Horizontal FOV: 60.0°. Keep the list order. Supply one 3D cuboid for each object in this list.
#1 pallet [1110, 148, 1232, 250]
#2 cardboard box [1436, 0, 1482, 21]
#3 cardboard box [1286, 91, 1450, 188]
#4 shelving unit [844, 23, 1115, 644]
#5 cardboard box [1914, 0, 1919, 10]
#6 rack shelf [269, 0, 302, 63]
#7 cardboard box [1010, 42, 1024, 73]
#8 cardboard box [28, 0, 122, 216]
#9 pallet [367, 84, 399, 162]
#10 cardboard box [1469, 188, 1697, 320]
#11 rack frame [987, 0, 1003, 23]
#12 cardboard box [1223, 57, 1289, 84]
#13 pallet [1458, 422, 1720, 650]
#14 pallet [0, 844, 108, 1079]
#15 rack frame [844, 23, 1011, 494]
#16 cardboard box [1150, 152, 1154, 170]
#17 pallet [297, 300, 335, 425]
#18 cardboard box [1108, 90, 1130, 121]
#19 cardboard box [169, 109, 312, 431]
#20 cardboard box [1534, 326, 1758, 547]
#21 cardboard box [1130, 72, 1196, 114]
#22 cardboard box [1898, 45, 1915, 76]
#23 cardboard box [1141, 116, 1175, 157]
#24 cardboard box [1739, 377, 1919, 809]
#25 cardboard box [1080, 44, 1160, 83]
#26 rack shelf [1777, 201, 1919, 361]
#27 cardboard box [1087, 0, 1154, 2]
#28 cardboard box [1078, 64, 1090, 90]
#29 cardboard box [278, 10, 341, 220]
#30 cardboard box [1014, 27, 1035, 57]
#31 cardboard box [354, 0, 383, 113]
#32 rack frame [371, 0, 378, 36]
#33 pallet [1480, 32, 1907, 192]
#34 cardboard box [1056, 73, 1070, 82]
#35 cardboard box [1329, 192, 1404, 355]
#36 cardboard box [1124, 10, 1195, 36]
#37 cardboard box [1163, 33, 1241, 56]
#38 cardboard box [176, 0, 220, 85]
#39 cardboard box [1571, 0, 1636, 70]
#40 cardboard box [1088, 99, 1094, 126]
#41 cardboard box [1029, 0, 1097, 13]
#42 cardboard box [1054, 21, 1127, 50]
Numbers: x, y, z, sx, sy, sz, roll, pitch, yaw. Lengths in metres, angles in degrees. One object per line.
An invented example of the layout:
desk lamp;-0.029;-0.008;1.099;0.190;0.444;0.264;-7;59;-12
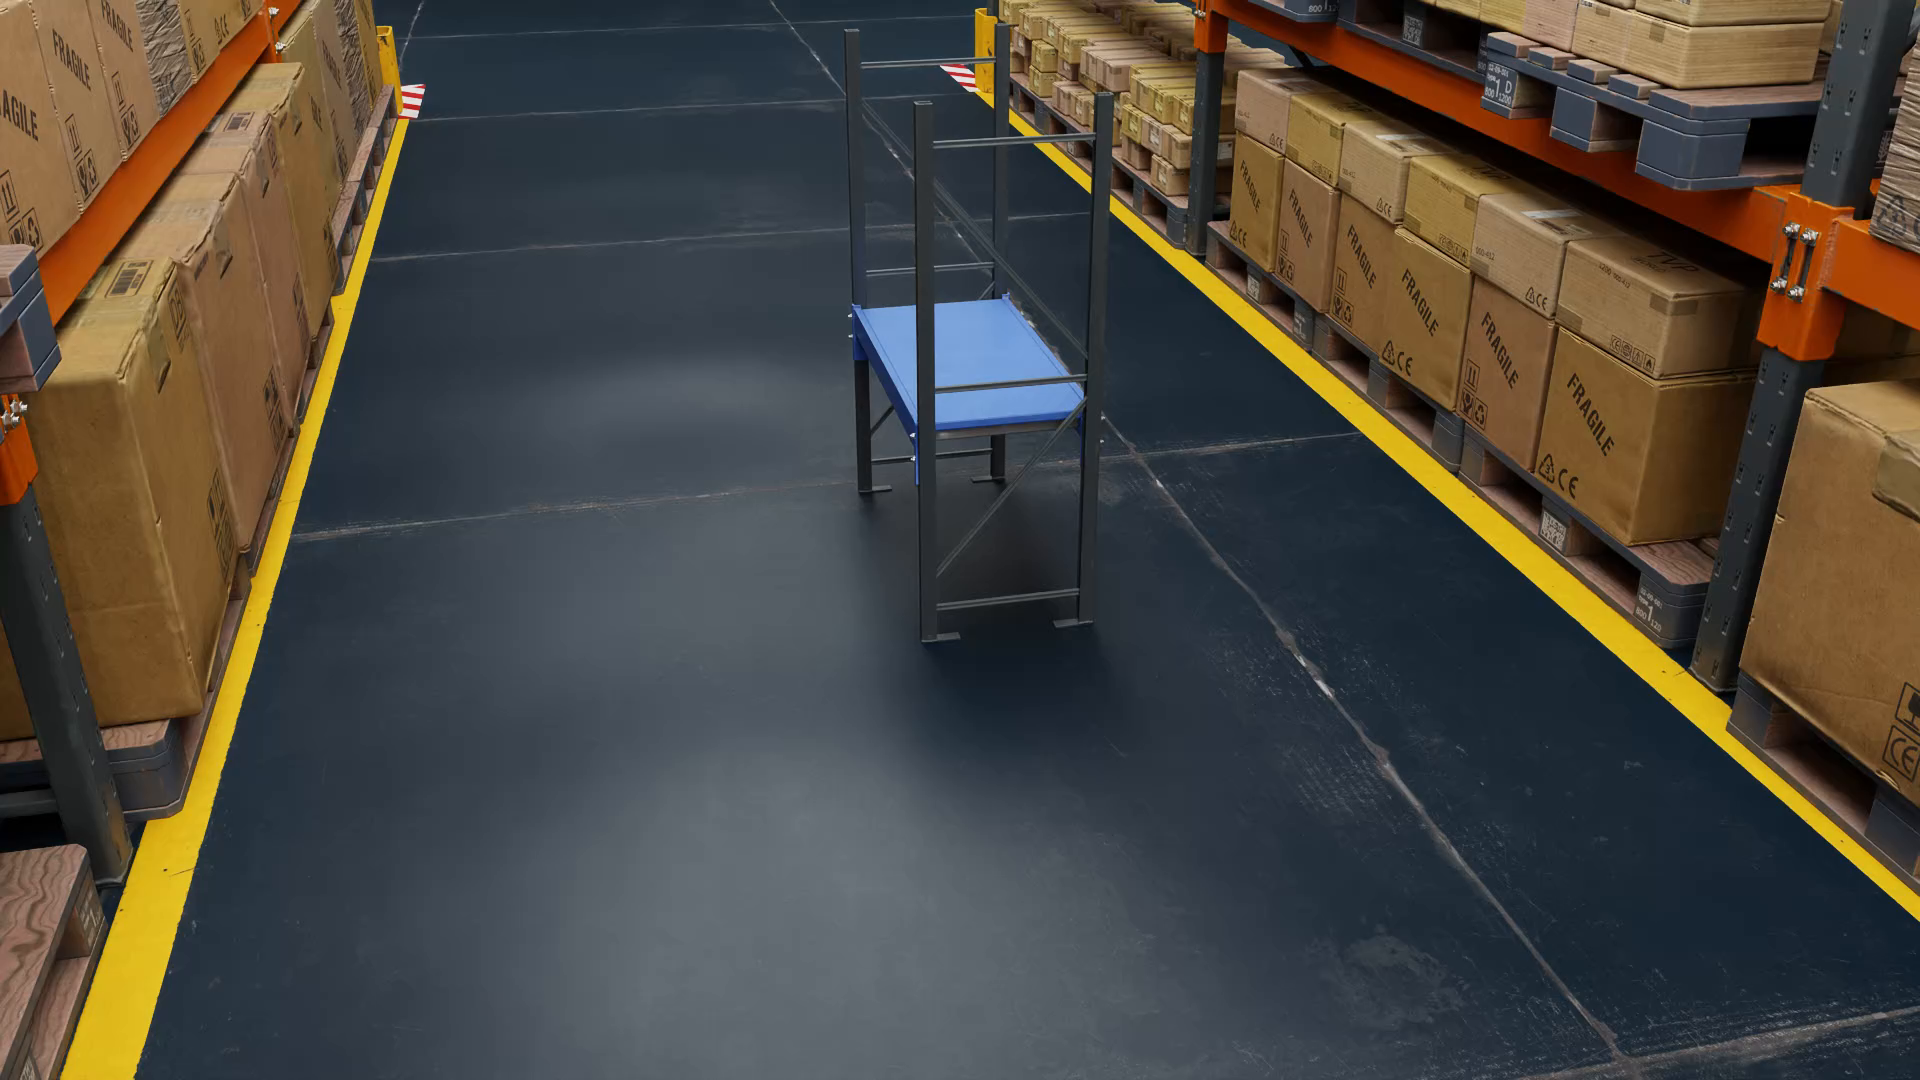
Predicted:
pallet;1.397;-1.803;8.589;1.003;0.211;1.213;-6;27;-12
cardboard box;1.698;-1.696;5.094;0.380;0.149;0.250;-7;28;-14
cardboard box;1.614;-1.579;6.525;0.500;0.250;0.500;-5;27;-10
shelving unit;0.019;-0.632;4.838;0.538;1.500;1.048;-6;27;-12
cardboard box;2.571;-1.442;4.260;0.380;0.149;0.250;-5;27;-9
rack shelf;-3.723;-2.855;8.375;1.077;0.370;4.000;-6;27;-12
cardboard box;0.487;-3.165;10.890;0.380;0.149;0.250;-5;27;-11
cardboard box;-2.334;-1.054;3.897;0.500;0.500;0.500;-7;28;-13
pallet;-3.917;-2.466;9.901;1.003;0.211;1.213;-6;27;-12
cardboard box;1.950;-0.902;5.183;0.500;0.250;0.500;-6;27;-11
rack frame;0.681;-4.513;10.862;1.000;3.000;0.127;-6;27;-12
cardboard box;1.517;-2.455;8.822;0.380;0.149;0.250;-7;28;-13
pallet;2.310;-0.099;5.213;1.003;0.211;1.213;-6;27;-12
pallet;-2.196;1.046;2.943;1.003;0.211;1.213;-6;27;-12
rack frame;-0.095;-0.855;5.280;0.500;1.500;0.032;-6;27;-12
cardboard box;1.185;-1.932;8.447;0.380;0.149;0.250;-5;27;-10
pallet;-3.025;-0.722;6.446;1.003;0.211;1.213;-6;27;-12
cardboard box;1.014;-2.374;8.992;0.380;0.149;0.250;-5;27;-10
cardboard box;-2.906;-0.866;5.528;1.225;0.875;0.875;-7;28;-13
cardboard box;2.081;-0.335;4.893;0.500;0.500;0.500;-6;27;-12
cardboard box;1.090;-2.284;8.483;0.380;0.149;0.250;-6;27;-12
cardboard box;2.580;-1.293;4.296;0.380;0.149;0.250;-6;27;-12
cardboard box;1.129;-2.028;8.307;0.380;0.149;0.250;-7;28;-14
cardboard box;2.534;0.092;3.769;1.050;0.750;0.750;-6;27;-12
cardboard box;0.883;-2.632;9.174;0.380;0.149;0.250;-7;28;-13
rack shelf;2.935;0.198;2.327;1.077;0.370;4.000;-6;27;-12
cardboard box;1.047;-3.487;10.867;0.380;0.149;0.250;-6;27;-11
cardboard box;0.903;-2.735;9.707;0.380;0.149;0.250;-5;27;-9
cardboard box;-3.343;-1.835;7.448;0.875;0.875;0.875;-6;27;-12
cardboard box;0.556;-3.179;10.586;0.380;0.149;0.250;-6;27;-12
cardboard box;-3.952;-3.020;9.796;0.875;0.875;0.875;-6;27;-12
rack frame;-4.174;-4.054;9.952;1.000;3.000;0.127;-6;27;-12
pallet;2.220;-1.217;4.546;1.213;0.211;1.003;-6;27;-12
cardboard box;0.790;-2.725;10.017;0.380;0.149;0.250;-6;27;-11
cardboard box;1.743;-1.017;6.243;0.500;0.500;0.500;-5;27;-11
cardboard box;1.227;-3.150;10.199;0.380;0.149;0.250;-7;28;-14
cardboard box;1.380;-2.798;9.503;0.380;0.149;0.250;-6;27;-11
cardboard box;-2.672;-1.718;5.214;0.500;0.500;0.500;-6;27;-12
cardboard box;1.871;-1.355;4.419;0.380;0.149;0.250;-6;27;-12
cardboard box;0.936;-2.385;9.344;0.380;0.149;0.250;-5;27;-11
cardboard box;0.648;-3.320;10.537;0.380;0.149;0.250;-5;27;-11
cardboard box;0.770;-2.973;9.849;0.380;0.149;0.250;-5;27;-10
